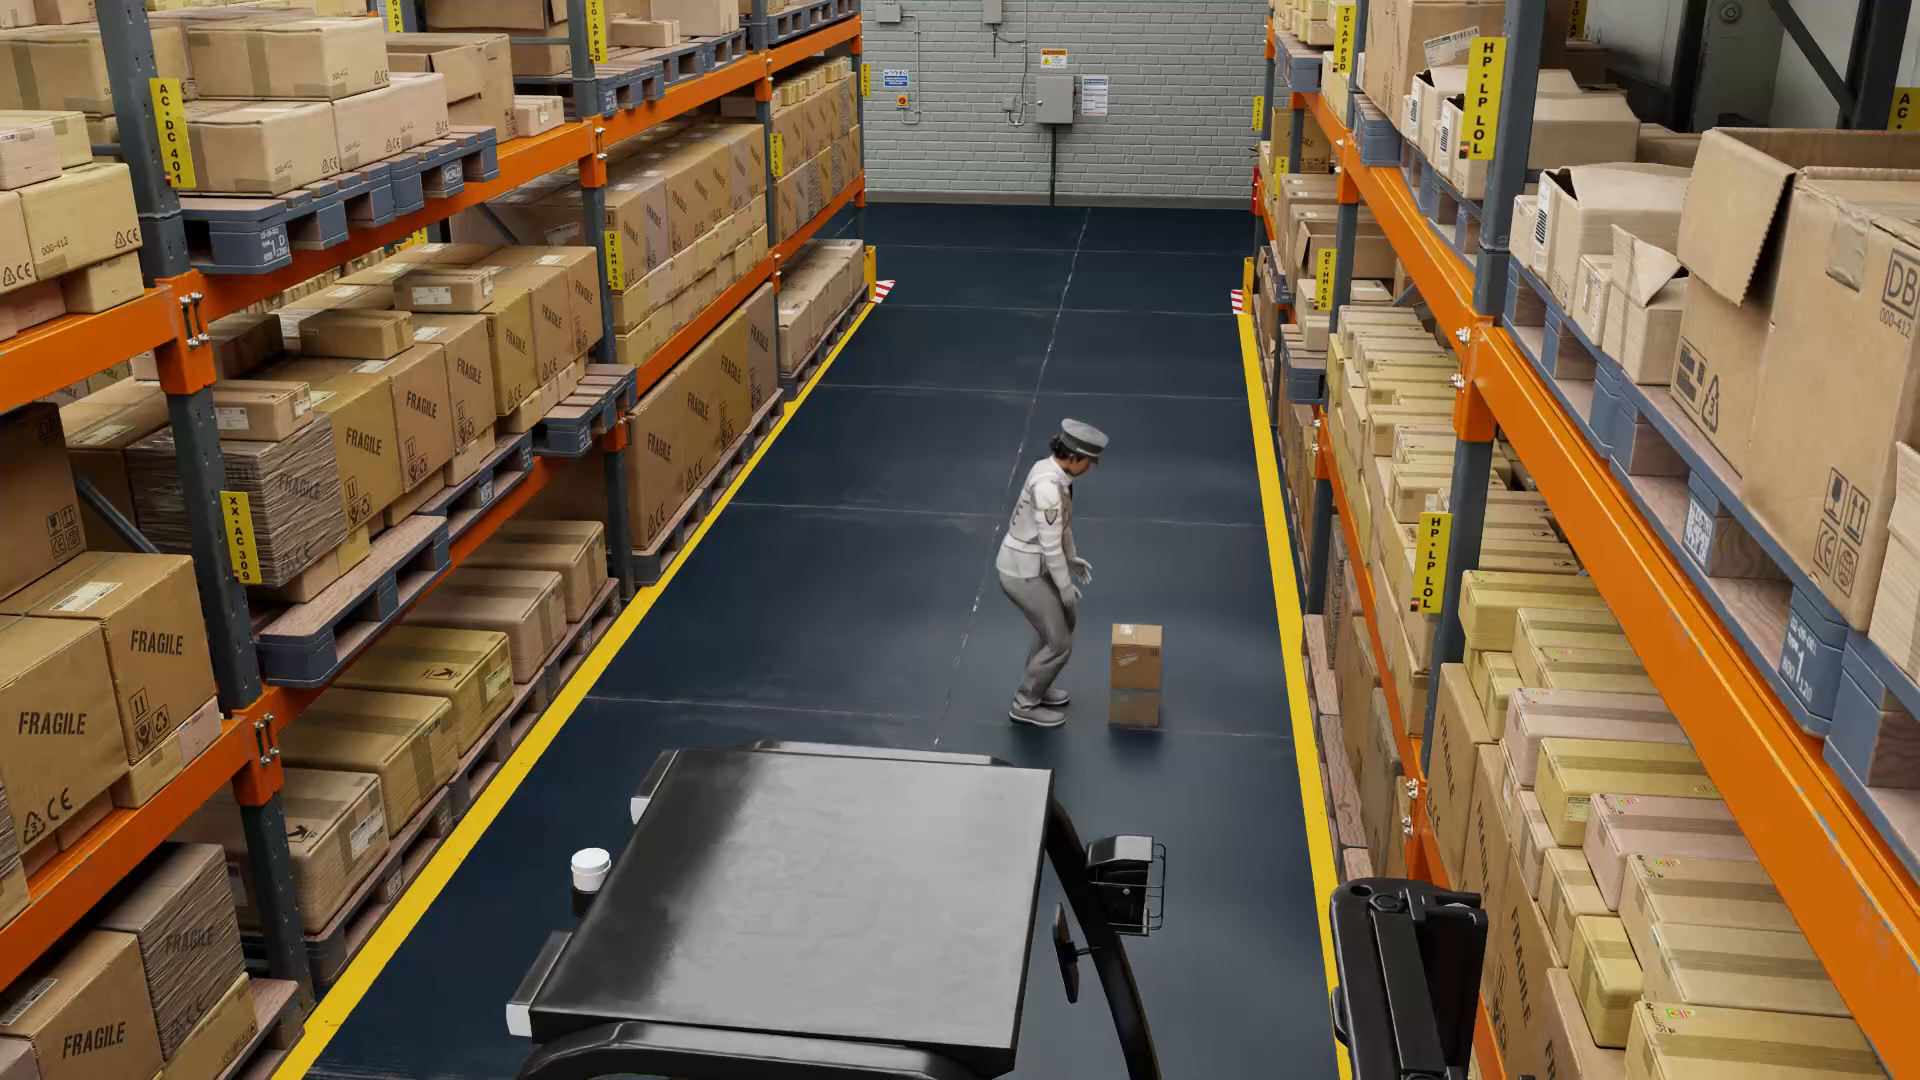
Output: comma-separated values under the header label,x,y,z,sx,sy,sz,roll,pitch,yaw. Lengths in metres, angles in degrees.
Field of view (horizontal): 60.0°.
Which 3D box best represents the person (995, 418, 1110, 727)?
label,x,y,z,sx,sy,sz,roll,pitch,yaw
person,0.454,0.152,8.355,0.548,1.559,0.520,3,21,7
